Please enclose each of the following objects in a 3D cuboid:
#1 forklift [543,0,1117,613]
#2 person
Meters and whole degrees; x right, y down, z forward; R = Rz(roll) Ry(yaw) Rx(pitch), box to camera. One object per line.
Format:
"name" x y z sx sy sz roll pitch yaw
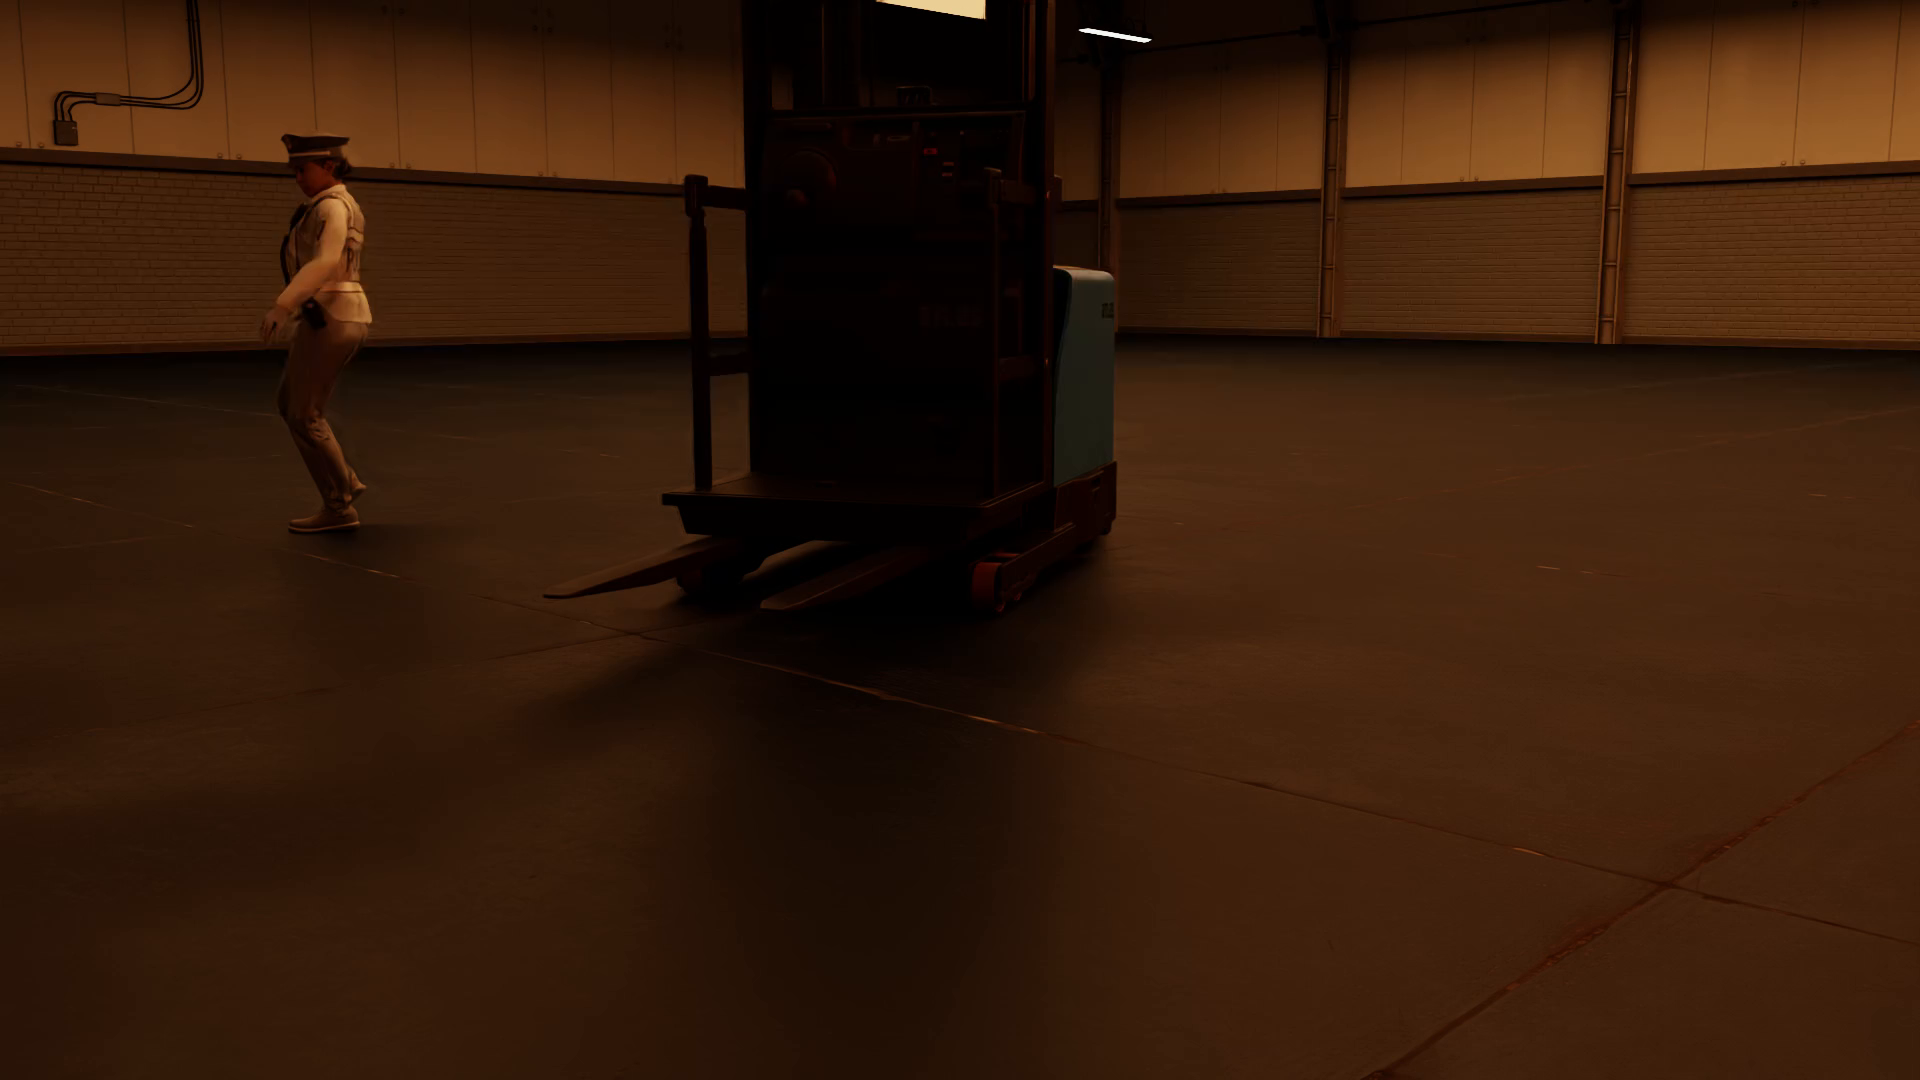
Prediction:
"forklift" -0.295 -1.286 5.415 1.130 2.935 3.031 3 9 17
"person" -2.667 -0.838 6.856 0.440 1.660 0.754 -1 9 -7
